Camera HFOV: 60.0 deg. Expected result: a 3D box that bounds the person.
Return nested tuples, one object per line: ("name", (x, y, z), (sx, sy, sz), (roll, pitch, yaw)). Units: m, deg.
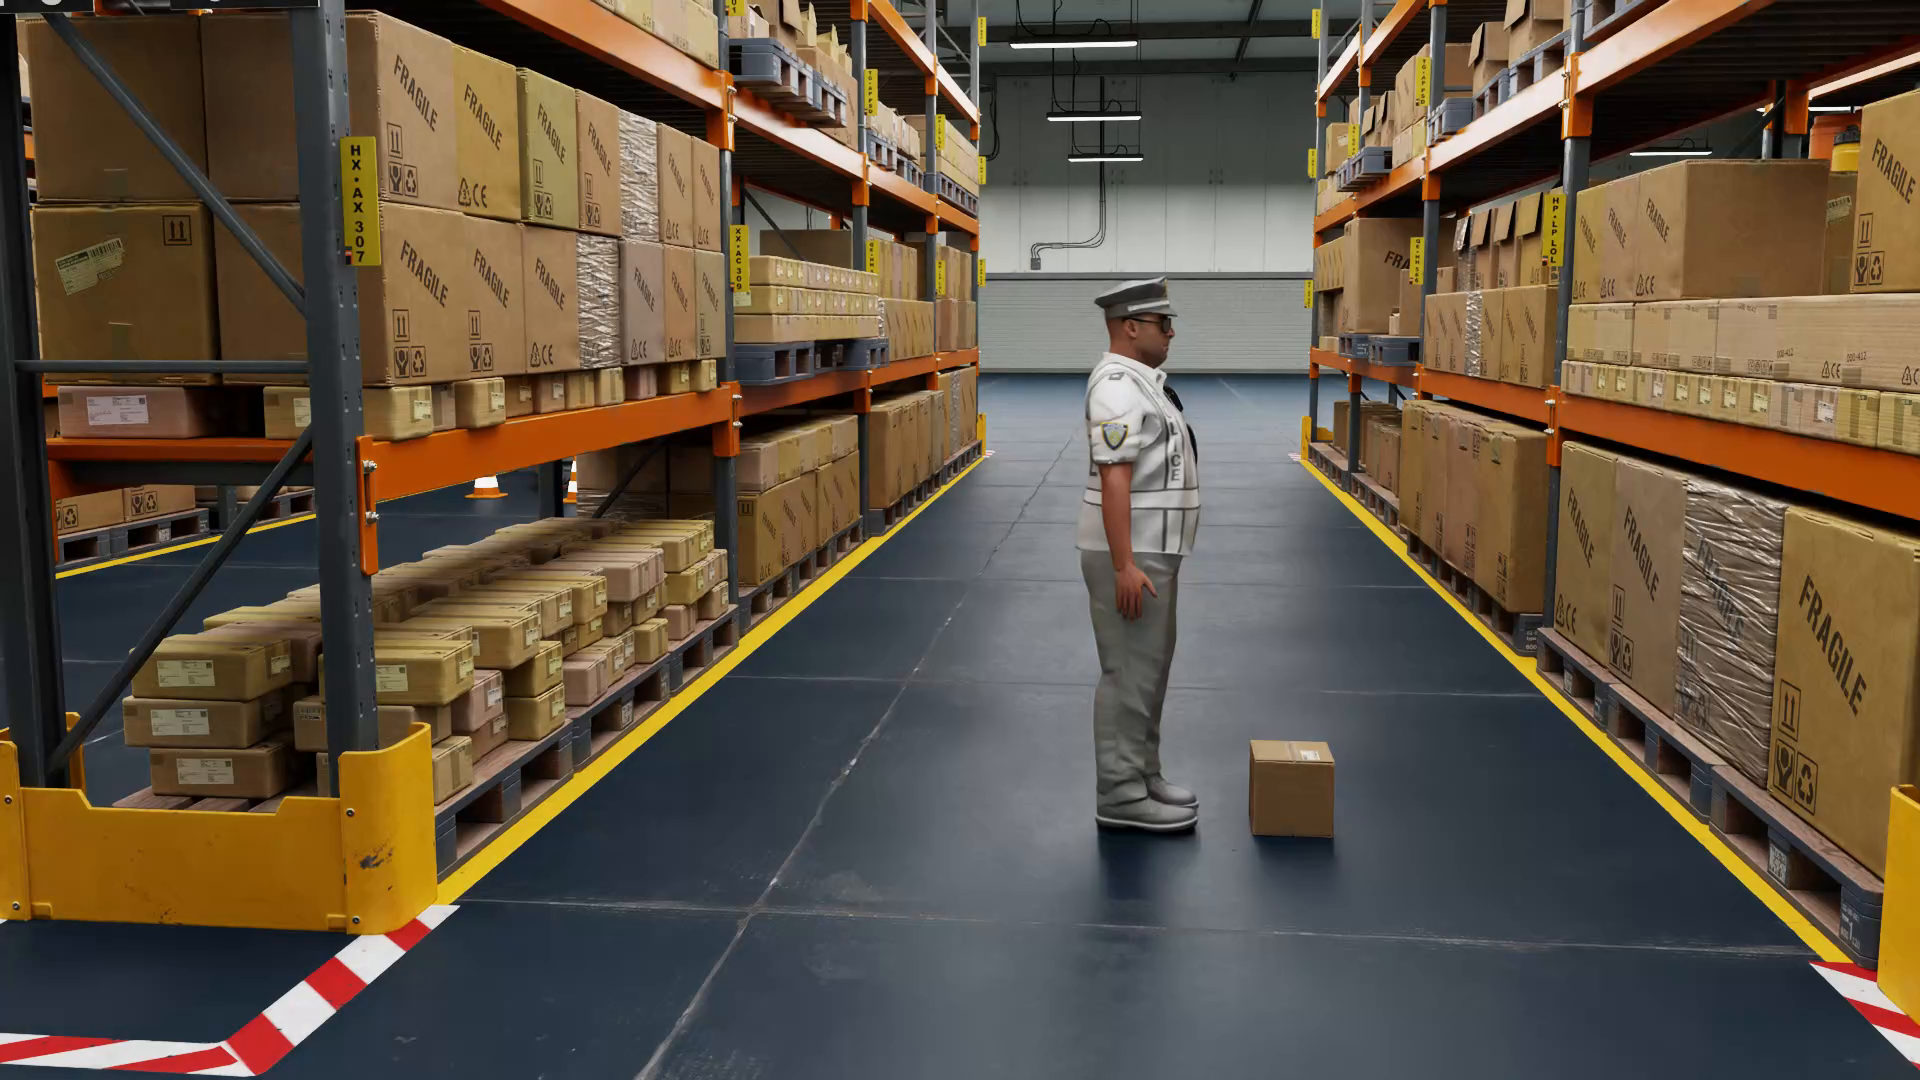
("person", (0.580, 0.042, 5.360), (0.414, 1.766, 0.587), (1, 8, 6))
